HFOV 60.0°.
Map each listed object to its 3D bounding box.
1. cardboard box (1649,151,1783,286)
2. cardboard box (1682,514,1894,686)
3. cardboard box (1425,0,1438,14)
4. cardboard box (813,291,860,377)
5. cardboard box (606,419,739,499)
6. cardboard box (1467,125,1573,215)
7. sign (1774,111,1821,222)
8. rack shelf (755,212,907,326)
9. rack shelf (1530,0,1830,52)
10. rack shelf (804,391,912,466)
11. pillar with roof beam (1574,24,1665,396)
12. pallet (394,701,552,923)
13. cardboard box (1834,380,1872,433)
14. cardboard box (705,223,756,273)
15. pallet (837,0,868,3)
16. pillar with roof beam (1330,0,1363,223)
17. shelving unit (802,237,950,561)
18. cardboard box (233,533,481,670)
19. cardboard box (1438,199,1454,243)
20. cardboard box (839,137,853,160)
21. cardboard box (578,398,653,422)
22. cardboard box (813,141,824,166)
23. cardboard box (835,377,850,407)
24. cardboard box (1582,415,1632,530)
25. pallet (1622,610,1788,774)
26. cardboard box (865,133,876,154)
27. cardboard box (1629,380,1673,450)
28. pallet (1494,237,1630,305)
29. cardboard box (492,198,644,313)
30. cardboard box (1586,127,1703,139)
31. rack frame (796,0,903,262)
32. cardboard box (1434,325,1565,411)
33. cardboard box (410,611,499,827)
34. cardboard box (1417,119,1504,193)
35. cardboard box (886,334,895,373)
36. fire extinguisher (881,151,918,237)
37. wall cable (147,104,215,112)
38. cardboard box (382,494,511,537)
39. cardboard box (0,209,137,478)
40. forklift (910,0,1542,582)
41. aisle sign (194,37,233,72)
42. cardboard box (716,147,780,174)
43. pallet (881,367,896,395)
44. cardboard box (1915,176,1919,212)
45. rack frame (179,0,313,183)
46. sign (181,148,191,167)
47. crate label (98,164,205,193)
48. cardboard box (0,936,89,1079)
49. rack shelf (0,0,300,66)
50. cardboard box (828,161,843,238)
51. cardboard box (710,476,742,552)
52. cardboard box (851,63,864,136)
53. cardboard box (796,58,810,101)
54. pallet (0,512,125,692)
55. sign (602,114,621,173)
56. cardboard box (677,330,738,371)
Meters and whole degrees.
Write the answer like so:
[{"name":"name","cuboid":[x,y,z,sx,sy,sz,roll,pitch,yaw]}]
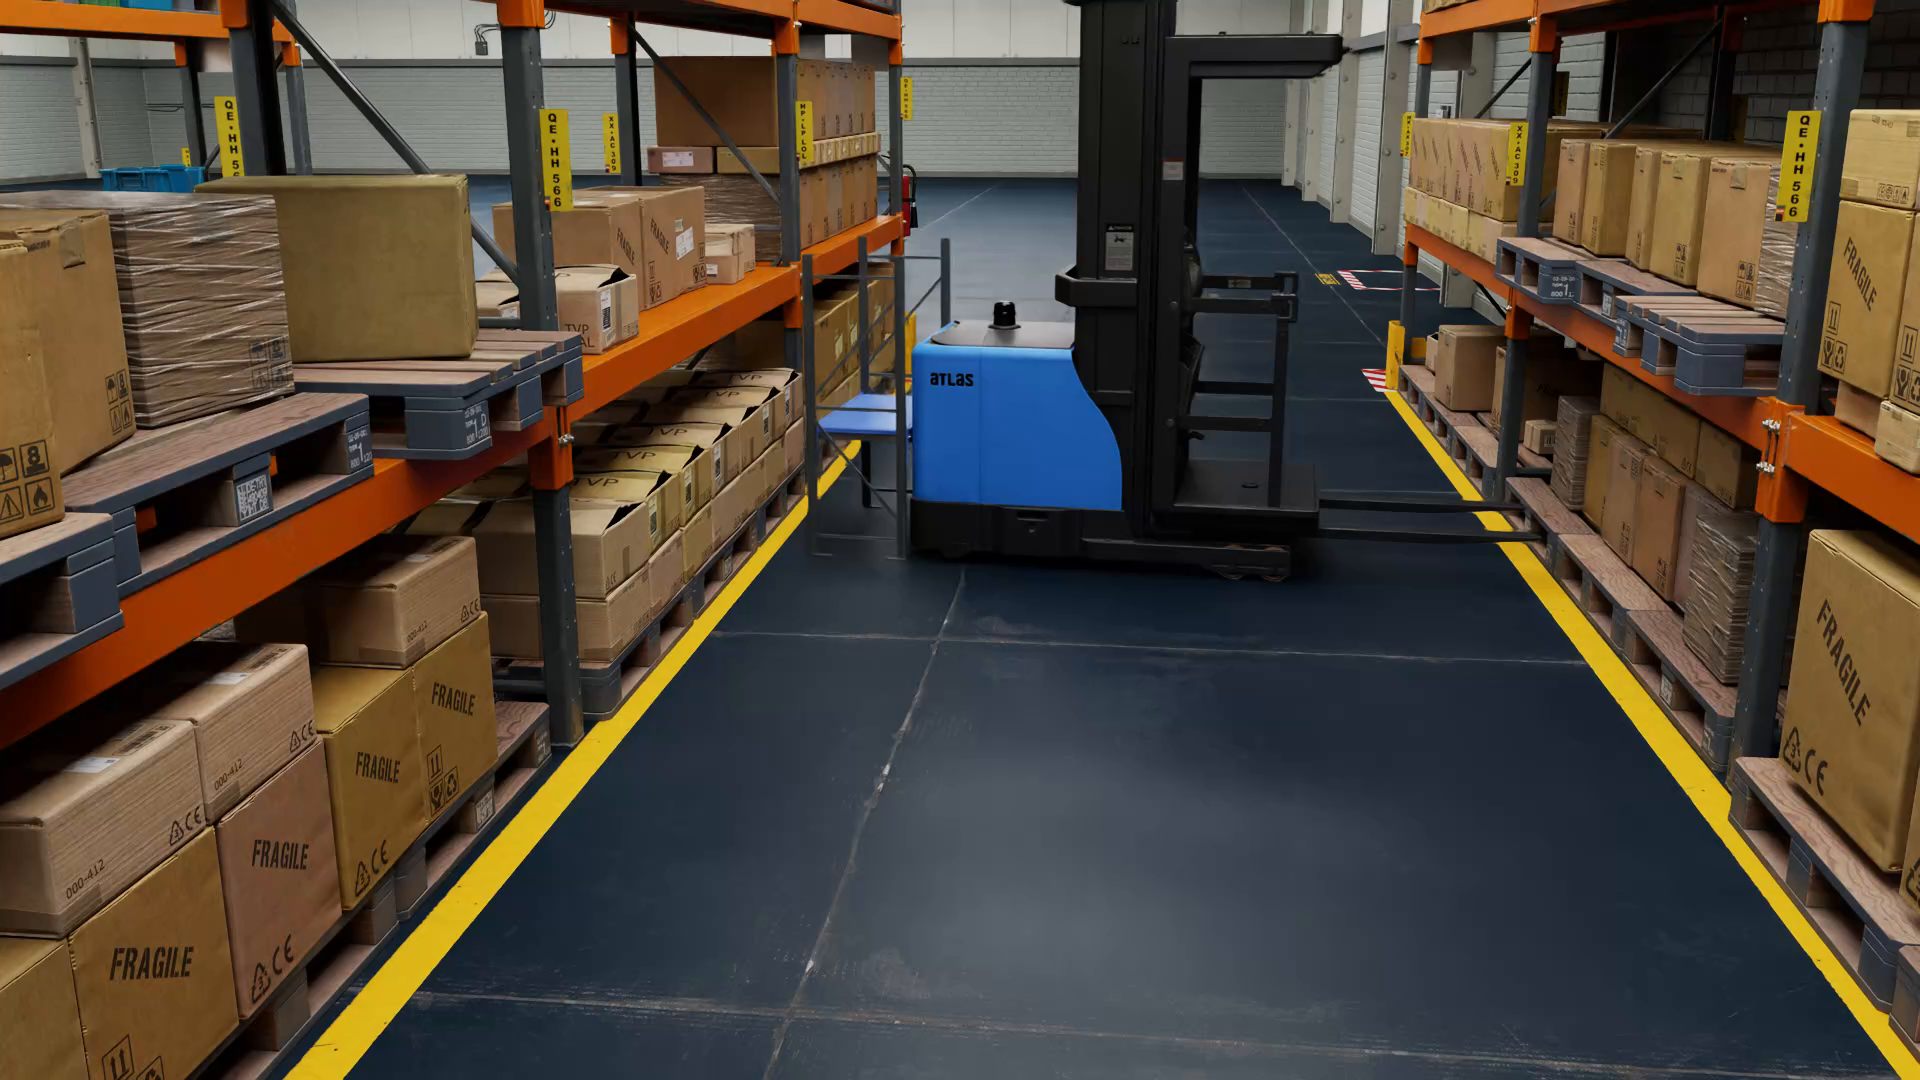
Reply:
[{"name":"cardboard box","cuboid":[3.222,-1.294,6.666,0.700,0.500,0.500,2,15,6]},{"name":"cardboard box","cuboid":[3.090,0.219,6.052,0.700,0.500,0.500,2,15,7]},{"name":"cardboard box","cuboid":[3.677,-4.089,12.059,0.500,0.500,0.500,2,15,8]},{"name":"cardboard box","cuboid":[-0.934,-1.377,11.035,0.500,0.500,0.500,2,15,6]},{"name":"cardboard box","cuboid":[-1.343,-0.407,7.811,0.500,0.311,0.500,2,15,6]},{"name":"cardboard box","cuboid":[3.309,-2.185,9.809,0.500,0.500,0.500,2,15,6]},{"name":"sign","cuboid":[2.520,-1.121,4.996,0.100,0.325,0.005,2,15,6]},{"name":"rack shelf","cuboid":[-1.185,-1.941,11.472,1.077,0.370,4.000,2,15,6]},{"name":"rack shelf","cuboid":[3.286,-2.207,6.707,1.077,0.370,4.000,2,15,6]},{"name":"rack shelf","cuboid":[-0.406,-0.592,8.668,0.538,0.185,1.000,3,15,12]},{"name":"pillar with roof beam","cuboid":[0.466,-5.478,11.680,9.100,9.000,0.400,2,15,6]},{"name":"pallet","cuboid":[-1.984,0.807,5.275,1.003,0.211,1.213,2,15,6]},{"name":"cardboard box","cuboid":[2.793,-0.397,4.826,0.380,0.149,0.250,1,15,5]},{"name":"cardboard box","cuboid":[-1.423,-1.568,9.002,0.500,0.250,0.500,3,15,10]},{"name":"pallet","cuboid":[-1.200,-3.712,11.067,1.003,0.211,1.213,2,15,6]},{"name":"pillar with roof beam","cuboid":[2.497,-10.146,28.945,9.100,9.000,0.400,2,15,6]},{"name":"shelving unit","cuboid":[-0.406,-0.766,8.621,0.538,1.500,1.048,3,15,12]},{"name":"cardboard box","cuboid":[-1.736,0.164,4.817,0.500,0.250,0.500,2,15,8]},{"name":"cardboard box","cuboid":[3.426,-2.084,10.871,0.500,0.250,0.500,2,15,7]},{"name":"cardboard box","cuboid":[-0.958,-2.728,11.569,0.380,0.149,0.250,2,15,8]},{"name":"cardboard box","cuboid":[-1.824,-0.552,8.345,0.500,0.311,0.500,1,15,4]},{"name":"cardboard box","cuboid":[-1.074,-2.460,10.578,0.380,0.149,0.250,1,15,4]},{"name":"cardboard box","cuboid":[-0.995,-0.886,10.654,0.500,0.250,0.500,2,15,6]},{"name":"cardboard box","cuboid":[3.437,-0.303,7.983,0.700,0.500,0.500,1,15,5]},{"name":"pallet","cuboid":[3.150,0.556,6.200,1.003,0.211,1.213,2,15,6]},{"name":"cardboard box","cuboid":[-0.841,-2.996,12.560,0.380,0.149,0.250,2,15,8]},{"name":"cardboard box","cuboid":[3.344,-0.551,7.464,0.500,0.250,0.500,1,15,5]},{"name":"pallet","cuboid":[3.281,-1.338,8.231,1.003,0.211,1.213,2,15,6]},{"name":"cardboard box","cuboid":[-1.689,-1.216,7.221,0.500,0.500,0.500,1,15,3]},{"name":"cardboard box","cuboid":[3.773,-2.040,9.271,0.500,0.500,0.500,1,15,5]},{"name":"rack frame","cuboid":[-0.959,-2.807,13.296,1.000,3.000,0.127,2,15,6]},{"name":"cardboard box","cuboid":[3.599,-1.154,11.130,0.700,0.500,0.500,1,15,3]},{"name":"cardboard box","cuboid":[-1.734,0.512,4.969,0.500,0.500,0.500,2,15,8]},{"name":"cardboard box","cuboid":[3.545,-2.718,11.781,0.500,0.500,0.500,2,15,6]},{"name":"cardboard box","cuboid":[-0.771,-1.404,12.573,0.500,0.250,0.500,2,15,6]},{"name":"fire extinguisher","cuboid":[-0.484,-2.787,13.369,0.296,0.674,0.183,2,15,6]},{"name":"wall cable","cuboid":[-21.523,-13.286,46.504,3.097,2.526,0.112,2,15,6]},{"name":"cardboard box","cuboid":[-2.047,-0.021,6.383,0.500,0.311,0.500,2,15,8]},{"name":"cardboard box","cuboid":[-2.175,-0.406,3.420,0.700,0.500,0.500,-2,15,-8]},{"name":"forklift","cuboid":[1.320,-1.366,8.099,3.031,2.935,1.130,3,15,11]},{"name":"aisle sign","cuboid":[-6.163,-4.236,13.601,0.394,0.787,0.004,2,15,6]},{"name":"cardboard box","cuboid":[-1.188,-2.195,9.598,0.380,0.149,0.250,2,15,6]},{"name":"pallet","cuboid":[-1.004,-1.261,12.922,1.003,0.211,1.213,2,15,6]},{"name":"cardboard box","cuboid":[2.693,-0.901,4.011,0.500,0.250,0.500,1,15,5]},{"name":"rack frame","cuboid":[-5.880,-2.954,13.839,1.000,3.000,0.127,2,15,6]},{"name":"sign","cuboid":[-6.427,-3.105,13.867,0.100,0.325,0.005,2,15,6]},{"name":"crate label","cuboid":[-5.819,-2.486,12.040,0.502,0.435,0.616,2,15,6]},{"name":"cardboard box","cuboid":[-1.967,1.043,3.005,0.500,0.500,0.500,2,15,7]},{"name":"rack shelf","cuboid":[-6.106,-3.536,11.623,1.077,0.370,4.000,2,15,6]},{"name":"cardboard box","cuboid":[-1.196,-2.333,11.351,0.700,0.500,0.500,2,15,8]},{"name":"cardboard box","cuboid":[-1.344,-0.133,7.871,0.500,0.250,0.500,2,15,7]},{"name":"cardboard box","cuboid":[-1.084,-3.210,12.111,0.700,0.500,0.500,1,15,5]},{"name":"cardboard box","cuboid":[-1.311,-2.690,10.188,0.700,0.500,0.500,2,15,6]},{"name":"pallet","cuboid":[-2.115,0.194,2.566,1.003,0.211,1.213,2,15,6]},{"name":"sign","cuboid":[-1.962,-2.242,9.395,0.100,0.325,0.005,2,15,6]},{"name":"cardboard box","cuboid":[-1.507,-1.263,10.613,0.500,0.500,0.500,2,15,6]}]
